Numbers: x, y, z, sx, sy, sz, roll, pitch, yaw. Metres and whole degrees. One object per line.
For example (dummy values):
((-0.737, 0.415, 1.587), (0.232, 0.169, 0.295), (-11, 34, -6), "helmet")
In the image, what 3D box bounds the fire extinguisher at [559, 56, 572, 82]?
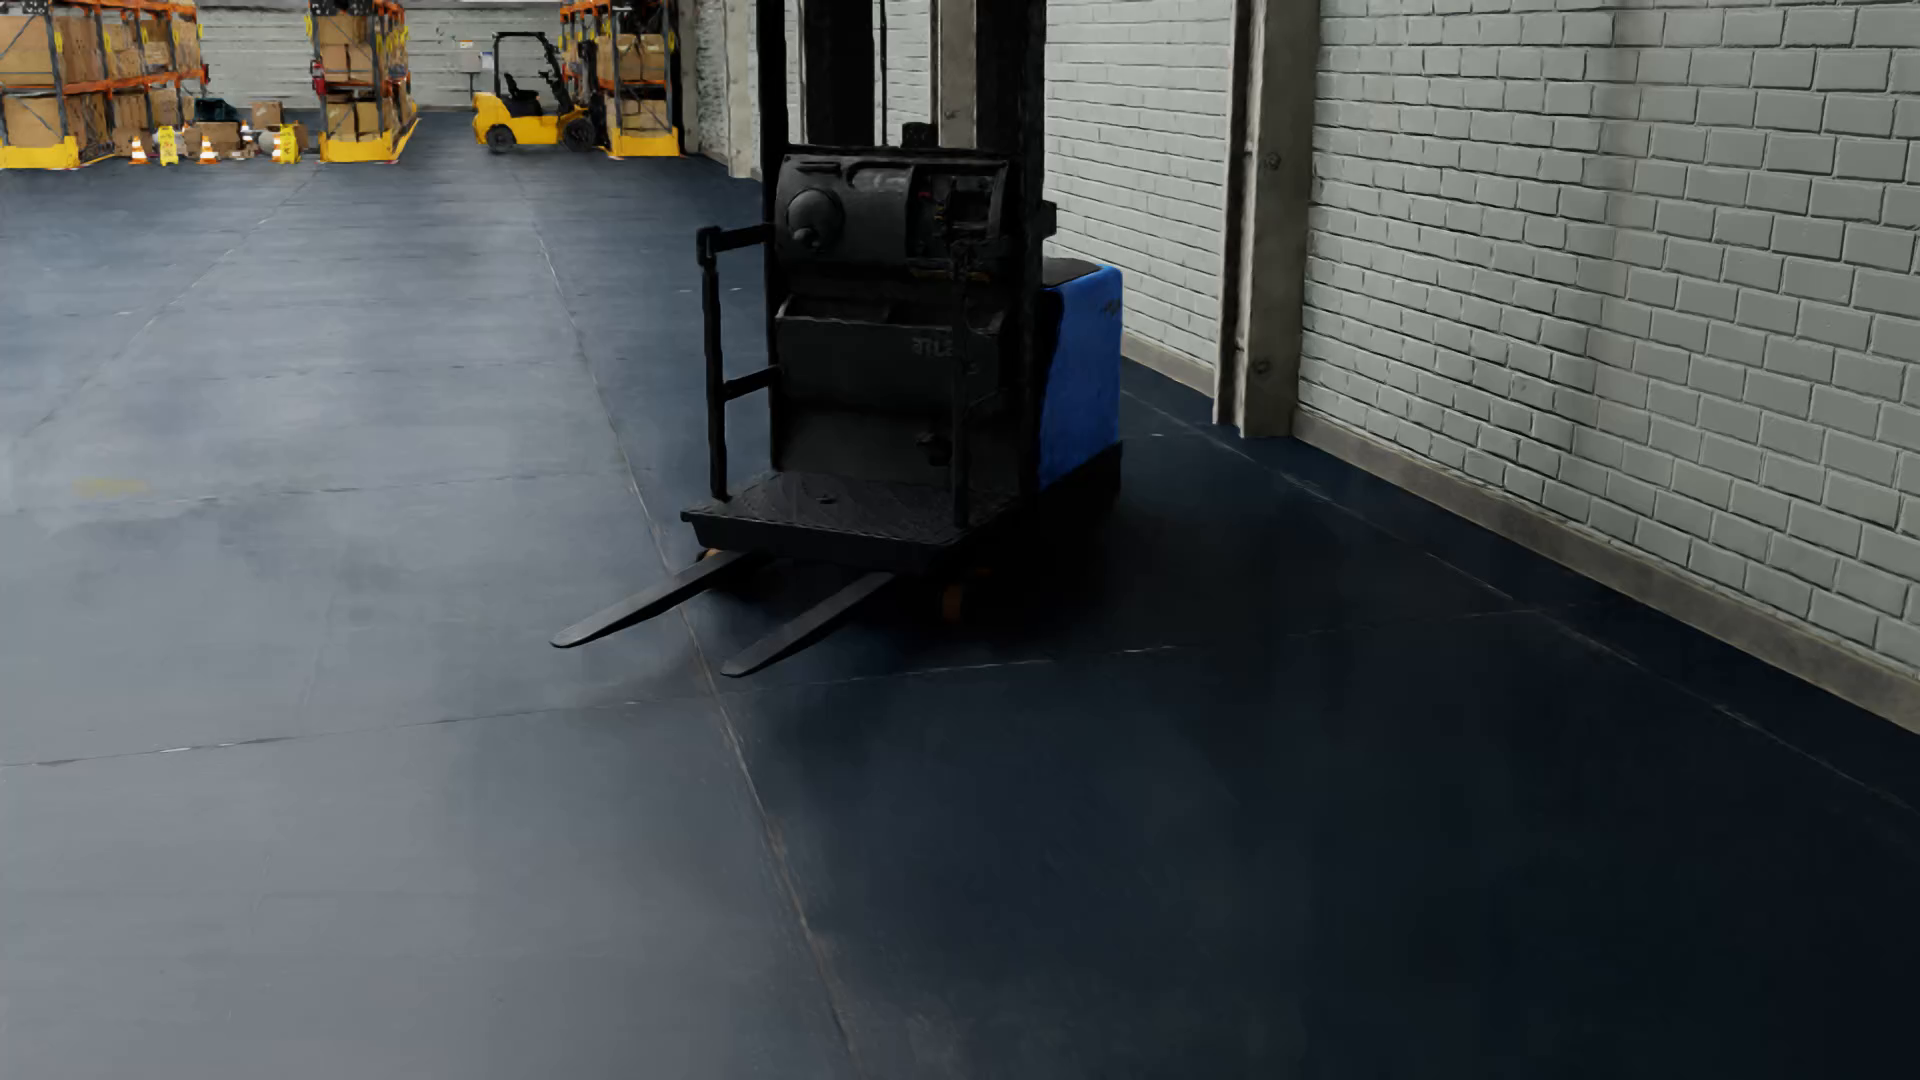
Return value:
((-10.571, -12.626, 44.552), (0.296, 0.674, 0.183), (-5, 17, -15), "fire extinguisher")

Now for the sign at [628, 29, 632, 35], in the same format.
((-7.355, -11.224, 37.090), (0.100, 0.325, 0.005), (-5, 17, -15), "sign")

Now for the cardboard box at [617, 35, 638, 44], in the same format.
((-5.991, -8.995, 29.864), (0.380, 0.149, 0.250), (-5, 17, -15), "cardboard box")

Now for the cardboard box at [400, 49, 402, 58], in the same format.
((-13.404, -11.402, 39.088), (0.500, 0.250, 0.500), (-5, 17, -15), "cardboard box")

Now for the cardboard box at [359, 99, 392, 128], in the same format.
((-10.702, -7.797, 30.439), (0.500, 0.500, 0.500), (-4, 17, -14), "cardboard box")

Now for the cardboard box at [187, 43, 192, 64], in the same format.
((-18.807, -11.690, 39.963), (0.500, 0.500, 0.500), (-4, 17, -12), "cardboard box")

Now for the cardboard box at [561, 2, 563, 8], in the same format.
((-10.102, -13.827, 42.992), (0.380, 0.149, 0.250), (-4, 17, -14), "cardboard box")

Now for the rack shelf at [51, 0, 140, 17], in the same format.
((-16.842, -10.350, 32.232), (1.077, 0.370, 4.000), (-5, 17, -15), "rack shelf")

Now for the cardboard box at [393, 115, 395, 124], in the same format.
((-11.707, -8.212, 32.914), (0.950, 0.372, 0.625), (-4, 17, -15), "cardboard box")

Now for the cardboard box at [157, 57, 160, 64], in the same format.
((-17.830, -10.544, 36.548), (0.380, 0.149, 0.250), (-4, 17, -13), "cardboard box")

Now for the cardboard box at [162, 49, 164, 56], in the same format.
((-18.052, -10.905, 37.232), (0.380, 0.149, 0.250), (-4, 17, -13), "cardboard box")

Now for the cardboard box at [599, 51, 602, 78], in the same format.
((-6.759, -9.280, 32.457), (0.500, 0.500, 0.500), (-4, 17, -14), "cardboard box")

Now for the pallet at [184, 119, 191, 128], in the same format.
((-18.709, -9.765, 39.095), (1.003, 0.211, 1.213), (-5, 17, -15), "pallet")

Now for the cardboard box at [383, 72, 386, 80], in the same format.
((-10.749, -8.517, 30.529), (0.380, 0.149, 0.250), (-5, 17, -15), "cardboard box")

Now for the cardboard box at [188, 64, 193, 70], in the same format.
((-18.976, -11.552, 40.633), (0.380, 0.149, 0.250), (-6, 18, -18), "cardboard box")

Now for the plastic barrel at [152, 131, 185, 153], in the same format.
((-14.505, -7.279, 30.448), (0.512, 0.421, 0.421), (7, 18, 23), "plastic barrel")

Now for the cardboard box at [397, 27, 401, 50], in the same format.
((-13.245, -11.618, 38.503), (0.500, 0.500, 0.500), (-4, 17, -14), "cardboard box")

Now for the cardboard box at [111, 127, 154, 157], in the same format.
((-14.879, -7.161, 29.918), (0.500, 0.500, 0.500), (-2, 17, -6), "cardboard box")

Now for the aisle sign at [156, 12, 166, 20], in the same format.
((-19.898, -13.266, 41.382), (0.394, 0.787, 0.004), (-5, 17, -15), "aisle sign")

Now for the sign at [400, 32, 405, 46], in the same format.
((-13.240, -11.899, 39.477), (0.100, 0.325, 0.005), (-5, 17, -15), "sign")

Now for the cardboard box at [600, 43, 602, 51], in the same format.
((-6.716, -9.479, 31.994), (0.380, 0.149, 0.250), (-5, 17, -16), "cardboard box")

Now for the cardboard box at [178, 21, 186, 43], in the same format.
((-18.646, -12.015, 39.309), (0.500, 0.500, 0.500), (-4, 17, -14), "cardboard box")

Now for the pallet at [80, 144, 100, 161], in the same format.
((-15.819, -6.815, 29.273), (1.003, 0.211, 1.213), (-5, 17, -15), "pallet")

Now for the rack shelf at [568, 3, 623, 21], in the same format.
((-8.438, -12.270, 38.621), (1.077, 0.370, 4.000), (-5, 17, -15), "rack shelf")

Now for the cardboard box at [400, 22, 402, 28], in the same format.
((-14.293, -12.992, 41.949), (0.380, 0.149, 0.250), (-4, 17, -14), "cardboard box")

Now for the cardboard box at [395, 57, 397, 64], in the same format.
((-12.088, -10.105, 35.085), (0.380, 0.149, 0.250), (-5, 17, -16), "cardboard box")

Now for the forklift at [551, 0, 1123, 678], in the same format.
((-0.342, -1.230, 5.951), (1.130, 2.935, 3.031), (7, 18, 23), "forklift")

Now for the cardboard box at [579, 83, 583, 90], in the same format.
((-9.027, -10.999, 40.327), (0.380, 0.149, 0.250), (-6, 18, -18), "cardboard box")

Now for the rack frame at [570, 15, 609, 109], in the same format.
((-8.987, -11.731, 40.791), (1.000, 3.000, 0.127), (-5, 17, -15), "rack frame")

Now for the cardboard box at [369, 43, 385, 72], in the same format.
((-10.611, -8.645, 29.827), (0.500, 0.500, 0.500), (-5, 17, -16), "cardboard box")

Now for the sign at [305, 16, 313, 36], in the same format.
((-11.000, -8.686, 28.091), (0.100, 0.325, 0.005), (-5, 17, -15), "sign")

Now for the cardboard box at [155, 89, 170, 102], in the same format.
((-17.755, -9.807, 36.697), (0.500, 0.250, 0.500), (-6, 18, -18), "cardboard box")

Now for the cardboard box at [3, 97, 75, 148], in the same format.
((-15.443, -6.965, 27.887), (0.875, 0.875, 0.875), (-5, 17, -15), "cardboard box")

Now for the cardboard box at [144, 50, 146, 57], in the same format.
((-17.408, -10.259, 35.081), (0.380, 0.149, 0.250), (-4, 17, -13), "cardboard box")

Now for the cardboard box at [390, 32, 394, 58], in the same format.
((-11.674, -9.945, 33.423), (0.500, 0.500, 0.500), (-5, 17, -16), "cardboard box")

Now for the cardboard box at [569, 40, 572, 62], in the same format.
((-9.069, -11.828, 40.211), (0.700, 0.500, 0.500), (-4, 17, -14), "cardboard box")

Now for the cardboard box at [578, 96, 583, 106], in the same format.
((-8.915, -10.437, 40.097), (0.500, 0.500, 0.500), (-5, 17, -16), "cardboard box")

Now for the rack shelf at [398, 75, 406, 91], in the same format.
((-13.209, -10.439, 37.742), (1.077, 0.370, 4.000), (-5, 17, -15), "rack shelf")

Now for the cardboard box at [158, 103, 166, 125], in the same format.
((-17.482, -9.170, 35.881), (0.500, 0.500, 0.500), (-4, 17, -15), "cardboard box")

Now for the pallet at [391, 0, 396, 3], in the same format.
((-12.888, -11.751, 35.972), (1.213, 0.211, 1.003), (-4, 17, -13), "pallet")

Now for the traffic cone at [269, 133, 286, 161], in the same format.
((-11.820, -6.820, 28.852), (0.336, 0.463, 0.334), (-5, 17, -15), "traffic cone")

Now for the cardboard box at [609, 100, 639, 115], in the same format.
((-6.116, -7.877, 30.274), (0.500, 0.250, 0.500), (-4, 17, -13), "cardboard box")

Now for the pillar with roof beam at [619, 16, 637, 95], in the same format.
((-12.451, -14.527, 39.673), (9.100, 9.000, 0.400), (-5, 17, -15), "pillar with roof beam")

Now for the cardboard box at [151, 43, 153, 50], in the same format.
((-17.695, -10.684, 35.978), (0.380, 0.149, 0.250), (-4, 17, -14), "cardboard box")

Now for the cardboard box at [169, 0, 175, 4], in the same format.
((-18.364, -12.432, 38.171), (0.500, 0.250, 0.500), (-4, 17, -12), "cardboard box")

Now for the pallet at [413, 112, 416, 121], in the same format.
((-14.563, -10.893, 42.850), (1.003, 0.211, 1.213), (-5, 17, -15), "pallet")

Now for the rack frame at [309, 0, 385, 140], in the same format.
((-10.461, -8.018, 28.430), (1.000, 3.000, 0.127), (-5, 17, -15), "rack frame")

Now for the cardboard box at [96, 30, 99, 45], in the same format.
((-16.434, -9.369, 31.015), (0.700, 0.500, 0.500), (-5, 17, -16), "cardboard box")

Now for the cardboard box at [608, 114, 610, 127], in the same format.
((-6.251, -7.785, 30.834), (0.500, 0.250, 0.500), (-5, 17, -16), "cardboard box")

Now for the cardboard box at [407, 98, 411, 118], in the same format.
((-13.828, -10.493, 40.395), (0.875, 0.438, 0.875), (-5, 17, -16), "cardboard box")

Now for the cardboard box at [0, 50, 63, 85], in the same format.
((-15.338, -7.770, 27.343), (0.875, 0.550, 0.550), (-5, 17, -15), "cardboard box")

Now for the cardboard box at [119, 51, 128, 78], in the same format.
((-16.452, -9.198, 32.185), (0.500, 0.500, 0.500), (-5, 17, -16), "cardboard box")
